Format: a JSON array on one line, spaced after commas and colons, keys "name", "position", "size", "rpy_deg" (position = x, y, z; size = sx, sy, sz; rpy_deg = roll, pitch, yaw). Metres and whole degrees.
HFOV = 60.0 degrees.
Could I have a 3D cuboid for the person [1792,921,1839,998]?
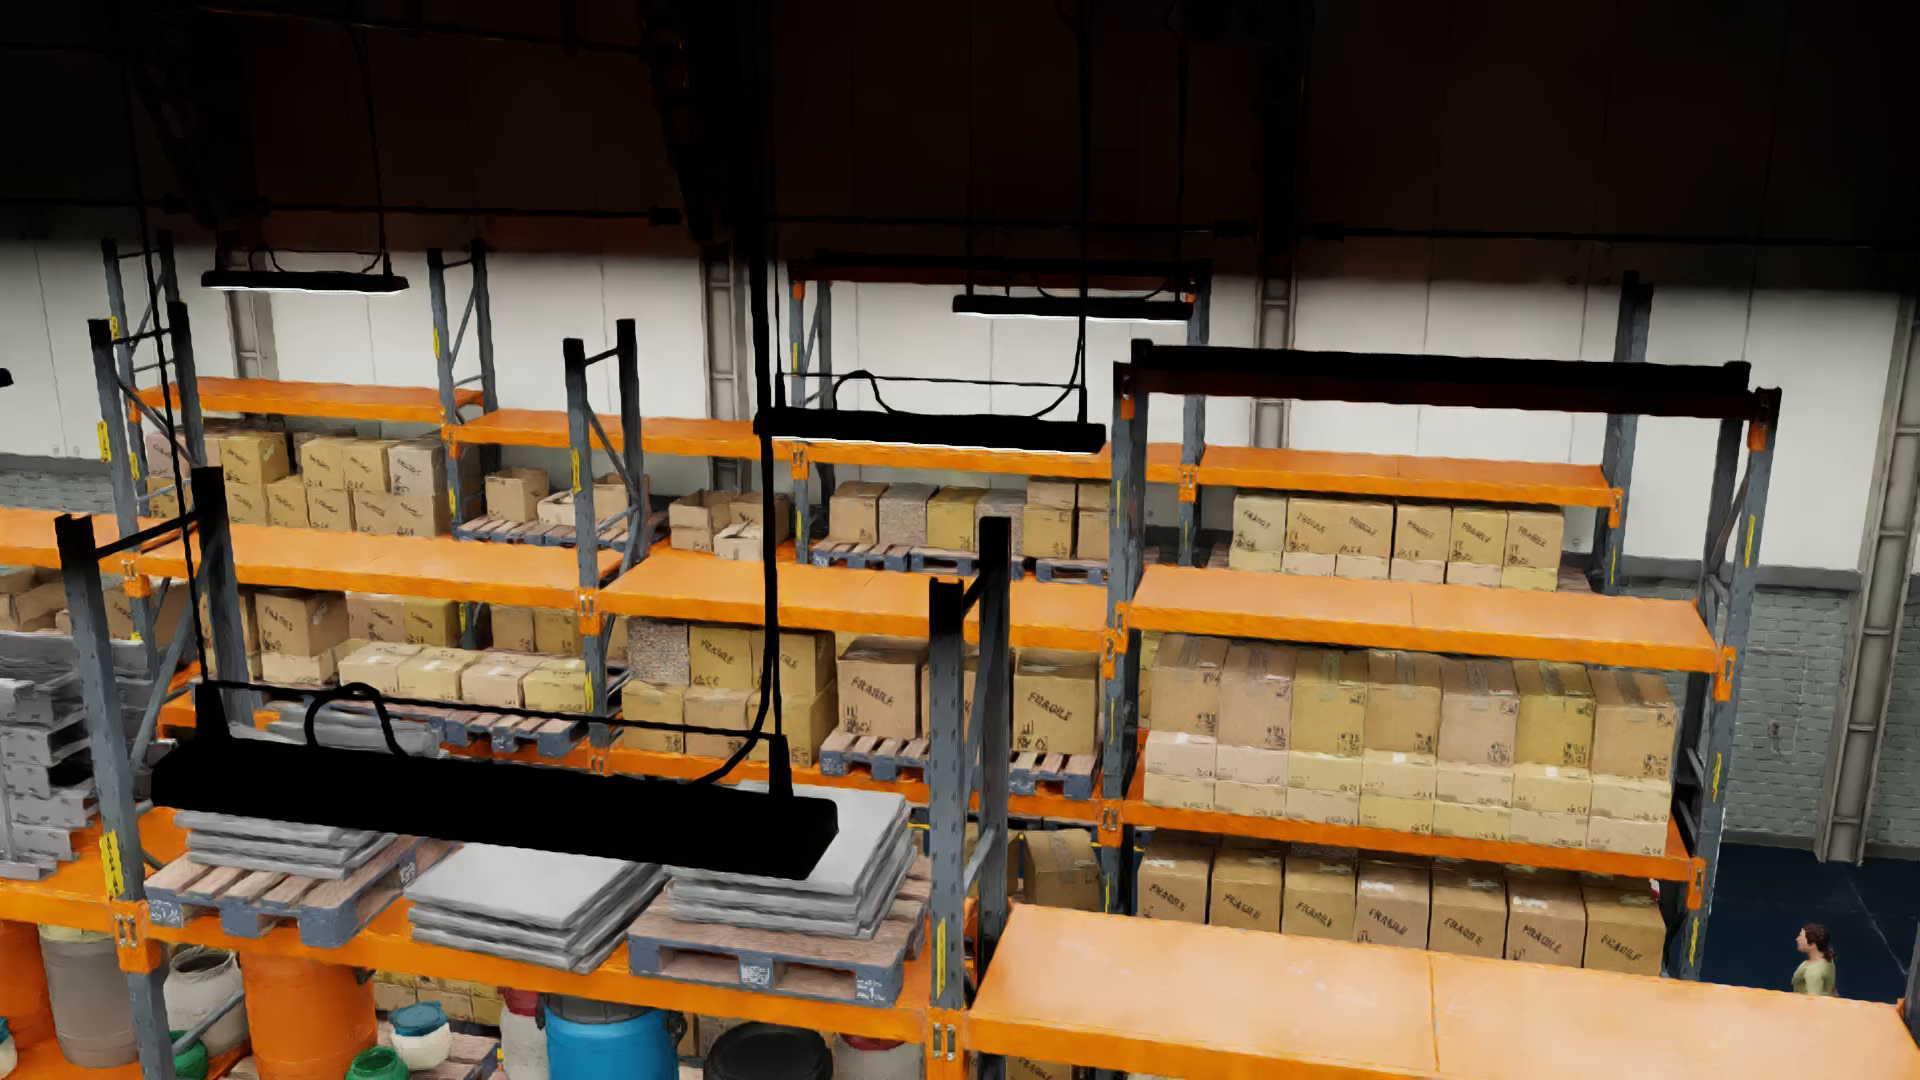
[{"name": "person", "position": [6.598, 3.720, 12.785], "size": [0.953, 1.609, 0.492], "rpy_deg": [11, 19, 33]}]
